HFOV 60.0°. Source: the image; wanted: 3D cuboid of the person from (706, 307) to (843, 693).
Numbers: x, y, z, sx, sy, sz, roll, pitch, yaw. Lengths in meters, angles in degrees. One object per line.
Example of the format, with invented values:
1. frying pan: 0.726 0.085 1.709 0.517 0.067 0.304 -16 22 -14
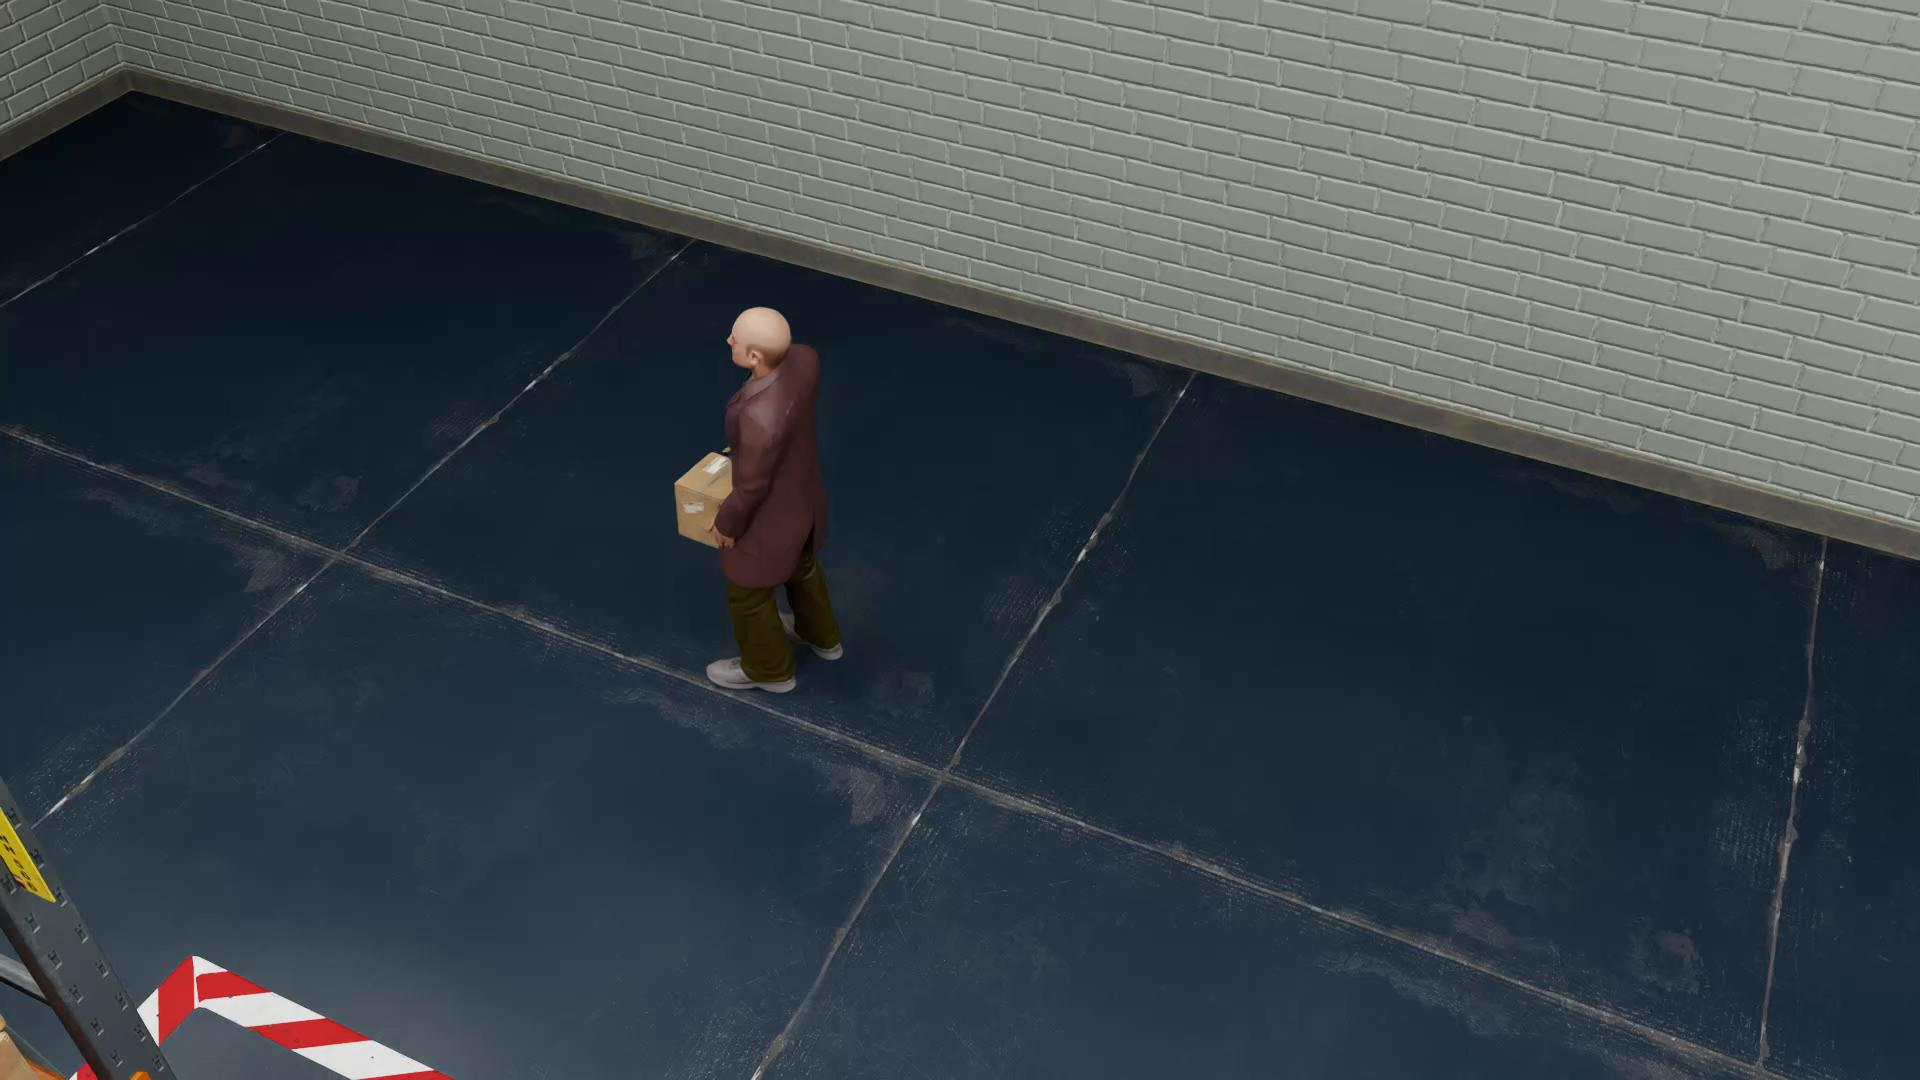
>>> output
1. person: -0.764 -0.145 6.333 0.490 1.779 0.626 12 43 14
